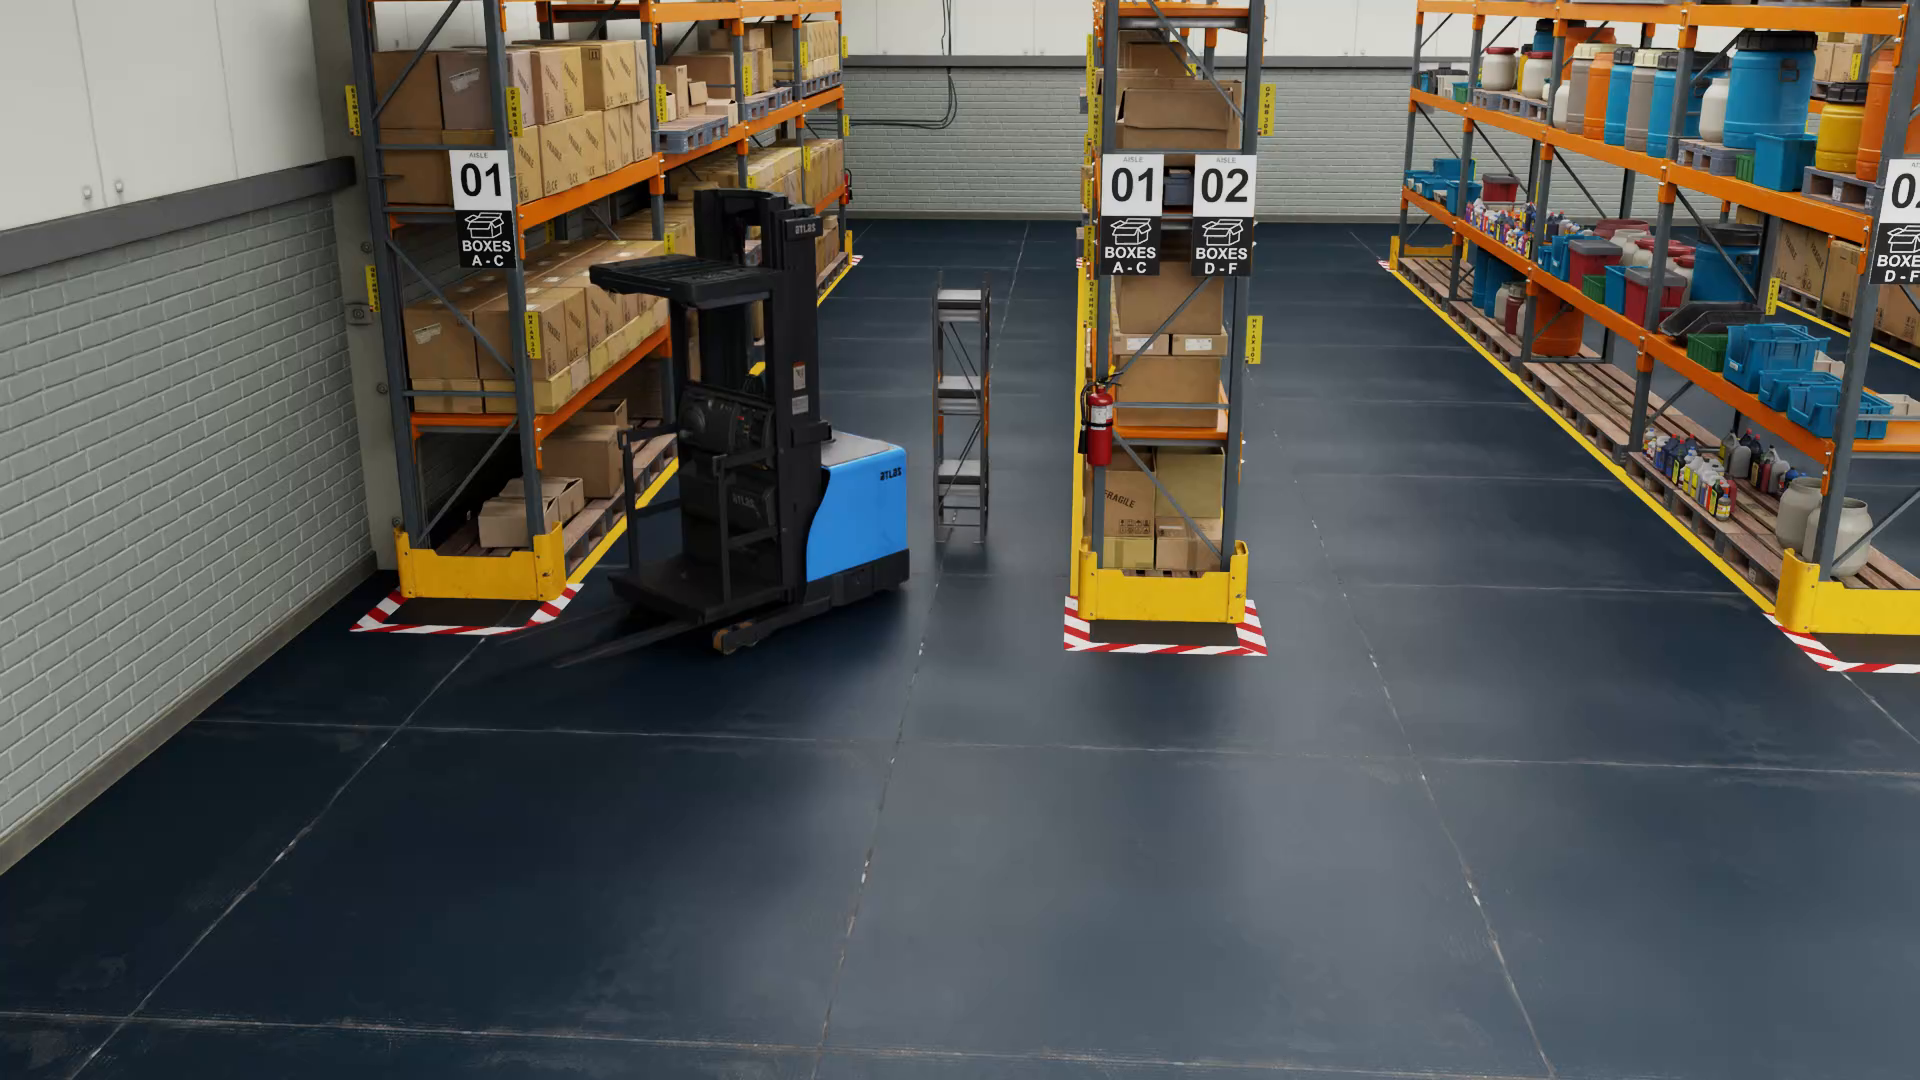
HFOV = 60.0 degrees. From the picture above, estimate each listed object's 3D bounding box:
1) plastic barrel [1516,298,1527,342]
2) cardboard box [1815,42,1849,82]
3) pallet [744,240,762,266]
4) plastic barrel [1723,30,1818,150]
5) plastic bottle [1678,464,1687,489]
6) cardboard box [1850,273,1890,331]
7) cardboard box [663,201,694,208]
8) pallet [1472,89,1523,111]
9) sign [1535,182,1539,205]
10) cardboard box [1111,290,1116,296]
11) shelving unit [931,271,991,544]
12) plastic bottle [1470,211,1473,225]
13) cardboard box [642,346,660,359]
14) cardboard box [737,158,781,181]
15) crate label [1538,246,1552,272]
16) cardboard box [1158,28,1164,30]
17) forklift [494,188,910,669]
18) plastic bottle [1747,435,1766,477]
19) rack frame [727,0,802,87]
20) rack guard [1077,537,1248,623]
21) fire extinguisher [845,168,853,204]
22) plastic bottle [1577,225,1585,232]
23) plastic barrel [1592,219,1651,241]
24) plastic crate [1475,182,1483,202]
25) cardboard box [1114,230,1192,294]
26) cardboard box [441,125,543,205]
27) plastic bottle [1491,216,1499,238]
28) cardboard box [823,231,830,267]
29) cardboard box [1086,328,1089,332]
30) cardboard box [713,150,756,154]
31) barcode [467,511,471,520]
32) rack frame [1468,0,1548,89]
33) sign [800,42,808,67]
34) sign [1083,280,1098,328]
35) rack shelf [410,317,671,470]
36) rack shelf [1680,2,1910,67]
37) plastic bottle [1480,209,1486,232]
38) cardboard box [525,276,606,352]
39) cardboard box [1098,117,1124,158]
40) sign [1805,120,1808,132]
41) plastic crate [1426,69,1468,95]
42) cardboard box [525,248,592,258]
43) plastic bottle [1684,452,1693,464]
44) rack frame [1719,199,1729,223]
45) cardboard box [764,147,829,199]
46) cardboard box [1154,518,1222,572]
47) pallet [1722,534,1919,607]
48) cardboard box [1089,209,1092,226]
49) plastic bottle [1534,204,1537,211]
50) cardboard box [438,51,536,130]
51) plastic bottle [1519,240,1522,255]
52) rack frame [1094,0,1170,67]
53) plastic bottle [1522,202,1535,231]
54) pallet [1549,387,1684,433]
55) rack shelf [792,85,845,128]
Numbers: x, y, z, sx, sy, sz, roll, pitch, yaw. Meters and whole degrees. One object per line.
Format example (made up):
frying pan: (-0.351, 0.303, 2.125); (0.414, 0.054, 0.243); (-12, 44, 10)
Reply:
plastic barrel: (6.910, -2.634, 19.966); (0.421, 0.512, 0.421); (0, 18, 0)
cardboard box: (12.206, -6.550, 22.783); (0.700, 0.500, 0.500); (2, 18, 7)
pallet: (-2.886, -3.193, 18.660); (1.213, 0.211, 1.003); (1, 18, 4)
plastic barrel: (6.475, -3.601, 13.300); (0.600, 0.901, 0.708); (1, 18, 4)
plastic bottle: (6.125, -0.537, 14.031); (0.097, 0.201, 0.097); (0, 18, 0)
cardboard box: (12.078, -3.132, 20.902); (1.225, 0.875, 0.875); (1, 18, 2)
cardboard box: (-2.978, -3.445, 18.251); (0.700, 0.500, 0.500); (0, 18, -1)
pallet: (7.268, -5.620, 21.242); (1.213, 0.211, 1.003); (1, 18, 4)
sign: (7.776, -4.648, 22.347); (0.100, 0.325, 0.005); (1, 18, 4)
cardboard box: (1.373, -1.875, 13.125); (0.380, 0.149, 0.250); (1, 18, 3)
shelving unit: (0.012, -1.049, 13.253); (0.431, 2.100, 0.503); (1, 18, 4)
plastic bottle: (6.776, -4.253, 21.904); (0.097, 0.201, 0.097); (0, 18, 0)
cardboard box: (-3.164, -2.009, 16.842); (0.500, 0.250, 0.500); (1, 18, 3)
cardboard box: (-2.552, -4.679, 21.012); (0.500, 0.250, 0.500); (1, 18, 3)
crate label: (6.536, -3.085, 18.290); (0.303, 0.233, 0.416); (1, 18, 4)
cardboard box: (2.461, -6.893, 23.059); (0.700, 0.500, 0.500); (1, 18, 4)
forklift: (-1.738, -0.807, 11.180); (1.130, 2.935, 3.031); (16, 24, 40)
plastic bottle: (6.881, -0.729, 14.378); (0.144, 0.351, 0.185); (0, 18, 1)
rack frame: (-2.655, -7.601, 22.170); (1.000, 3.000, 0.127); (1, 18, 4)
rack guard: (1.425, 0.281, 11.762); (1.175, 0.500, 0.348); (1, 18, 4)
fire extinguisher: (-1.897, -5.816, 27.077); (0.296, 0.674, 0.183); (1, 18, 4)
plastic bottle: (7.399, -3.615, 19.825); (0.061, 0.283, 0.133); (1, 18, 4)
plastic barrel: (7.209, -3.201, 18.156); (0.600, 0.536, 0.708); (1, 18, 4)
plastic crate: (7.520, -4.972, 23.873); (0.437, 0.282, 0.530); (1, 18, 4)
cardboard box: (1.580, -2.215, 13.122); (0.700, 0.500, 0.500); (1, 18, 4)
cardboard box: (-3.241, -2.604, 11.544); (0.500, 0.500, 0.500); (2, 18, 5)
plastic bottle: (6.688, -3.908, 20.739); (0.097, 0.271, 0.097); (0, 18, 0)
cardboard box: (-2.389, -4.473, 25.598); (0.700, 0.500, 0.500); (1, 18, 2)
cardboard box: (1.640, -2.239, 18.279); (0.500, 0.311, 0.500); (1, 18, 3)
cardboard box: (-2.978, -5.006, 22.008); (0.500, 0.250, 0.500); (1, 18, 5)
barcode: (-3.773, -0.187, 12.773); (0.001, 0.075, 0.075); (1, 18, 4)
rack frame: (7.227, -7.380, 21.495); (1.000, 3.000, 0.127); (1, 18, 4)
sign: (-2.113, -6.562, 22.480); (0.100, 0.325, 0.005); (1, 18, 4)
sign: (0.886, -1.593, 11.229); (0.100, 0.325, 0.005); (1, 18, 4)
rack shelf: (-3.371, -1.303, 13.738); (1.077, 0.370, 4.000); (1, 18, 4)
rack shelf: (6.510, -3.743, 12.191); (1.077, 0.370, 4.000); (1, 18, 4)
plastic bottle: (6.712, -4.094, 21.287); (0.061, 0.283, 0.133); (1, 18, 4)
cardboard box: (-3.092, -1.773, 13.022); (0.500, 0.500, 0.500); (1, 18, 2)
cardboard box: (1.246, -2.898, 11.974); (0.500, 0.250, 0.500); (1, 18, 4)
sign: (12.994, -6.308, 25.616); (0.100, 0.325, 0.005); (1, 18, 4)
plastic crate: (7.130, -6.699, 24.334); (0.504, 0.338, 0.767); (1, 18, 4)
cardboard box: (-3.511, -2.259, 14.503); (0.500, 0.500, 0.500); (1, 18, 4)
plastic bottle: (6.195, -0.611, 14.145); (0.097, 0.271, 0.097); (0, 18, 0)
rack frame: (12.454, -5.661, 25.883); (1.000, 3.000, 0.127); (1, 18, 4)
cardboard box: (-2.499, -5.514, 24.952); (0.980, 0.700, 0.700); (0, 18, 1)
cardboard box: (1.687, 0.031, 12.252); (0.500, 0.250, 0.500); (1, 18, 4)
pallet: (6.389, 0.246, 12.334); (1.003, 0.211, 1.213); (1, 18, 4)
cardboard box: (1.933, -3.844, 19.502); (0.700, 0.500, 0.500); (-5, 19, -15)
plastic bottle: (7.487, -4.213, 21.543); (0.144, 0.351, 0.185); (1, 18, 4)
cardboard box: (-3.245, -3.095, 11.437); (0.500, 0.500, 0.500); (0, 18, 0)
plastic bottle: (6.587, -3.435, 19.408); (0.097, 0.201, 0.097); (0, 18, 0)
rack frame: (2.287, -7.492, 21.836); (1.000, 3.000, 0.127); (1, 18, 4)
plastic bottle: (7.330, -4.159, 21.378); (0.144, 0.351, 0.185); (1, 18, 4)
pallet: (6.756, -1.344, 17.187); (1.003, 0.211, 1.213); (1, 18, 4)
rack shelf: (-2.511, -6.455, 24.645); (1.077, 0.370, 4.000); (1, 18, 4)
